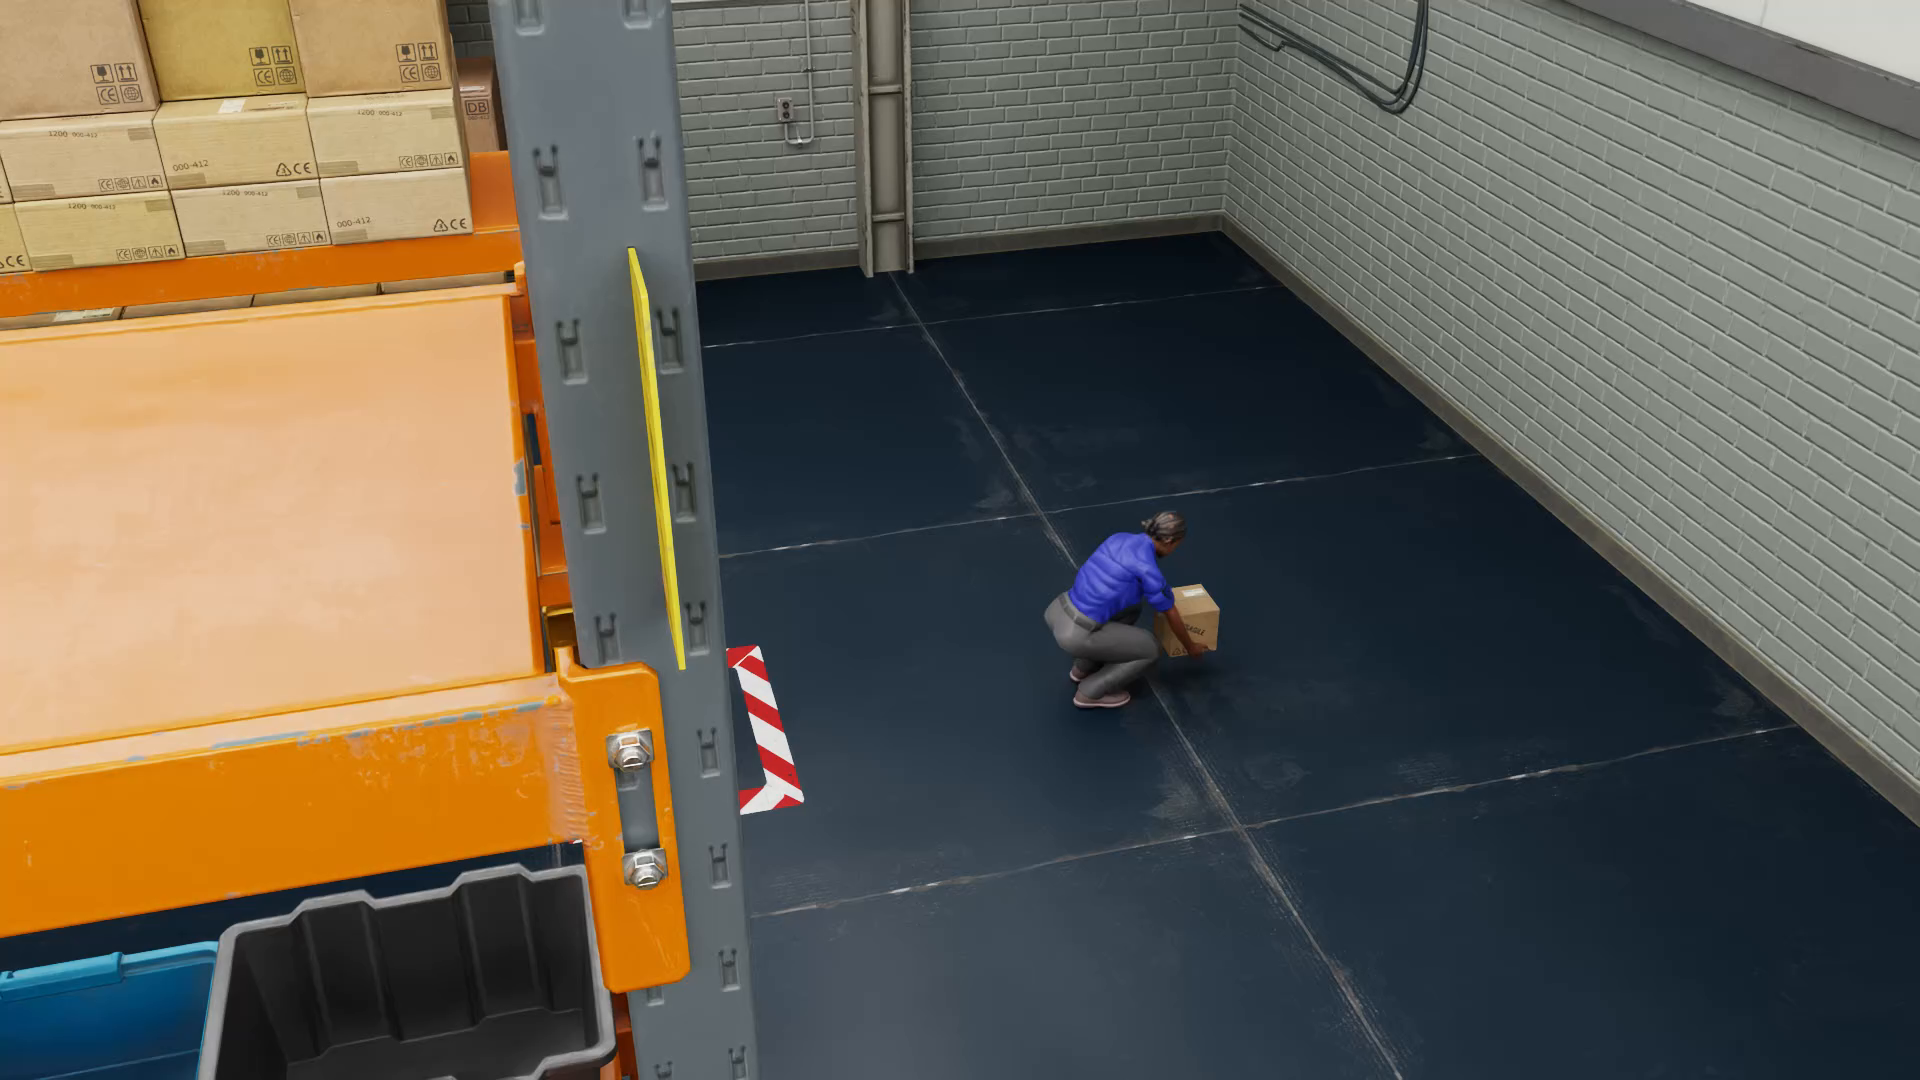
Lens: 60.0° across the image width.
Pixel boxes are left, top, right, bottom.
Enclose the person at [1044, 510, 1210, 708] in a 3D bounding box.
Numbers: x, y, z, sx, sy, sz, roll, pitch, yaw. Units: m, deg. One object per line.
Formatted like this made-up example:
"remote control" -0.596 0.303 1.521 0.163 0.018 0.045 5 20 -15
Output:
"person" 0.828 0.334 8.284 0.836 0.950 0.465 -9 32 -14
